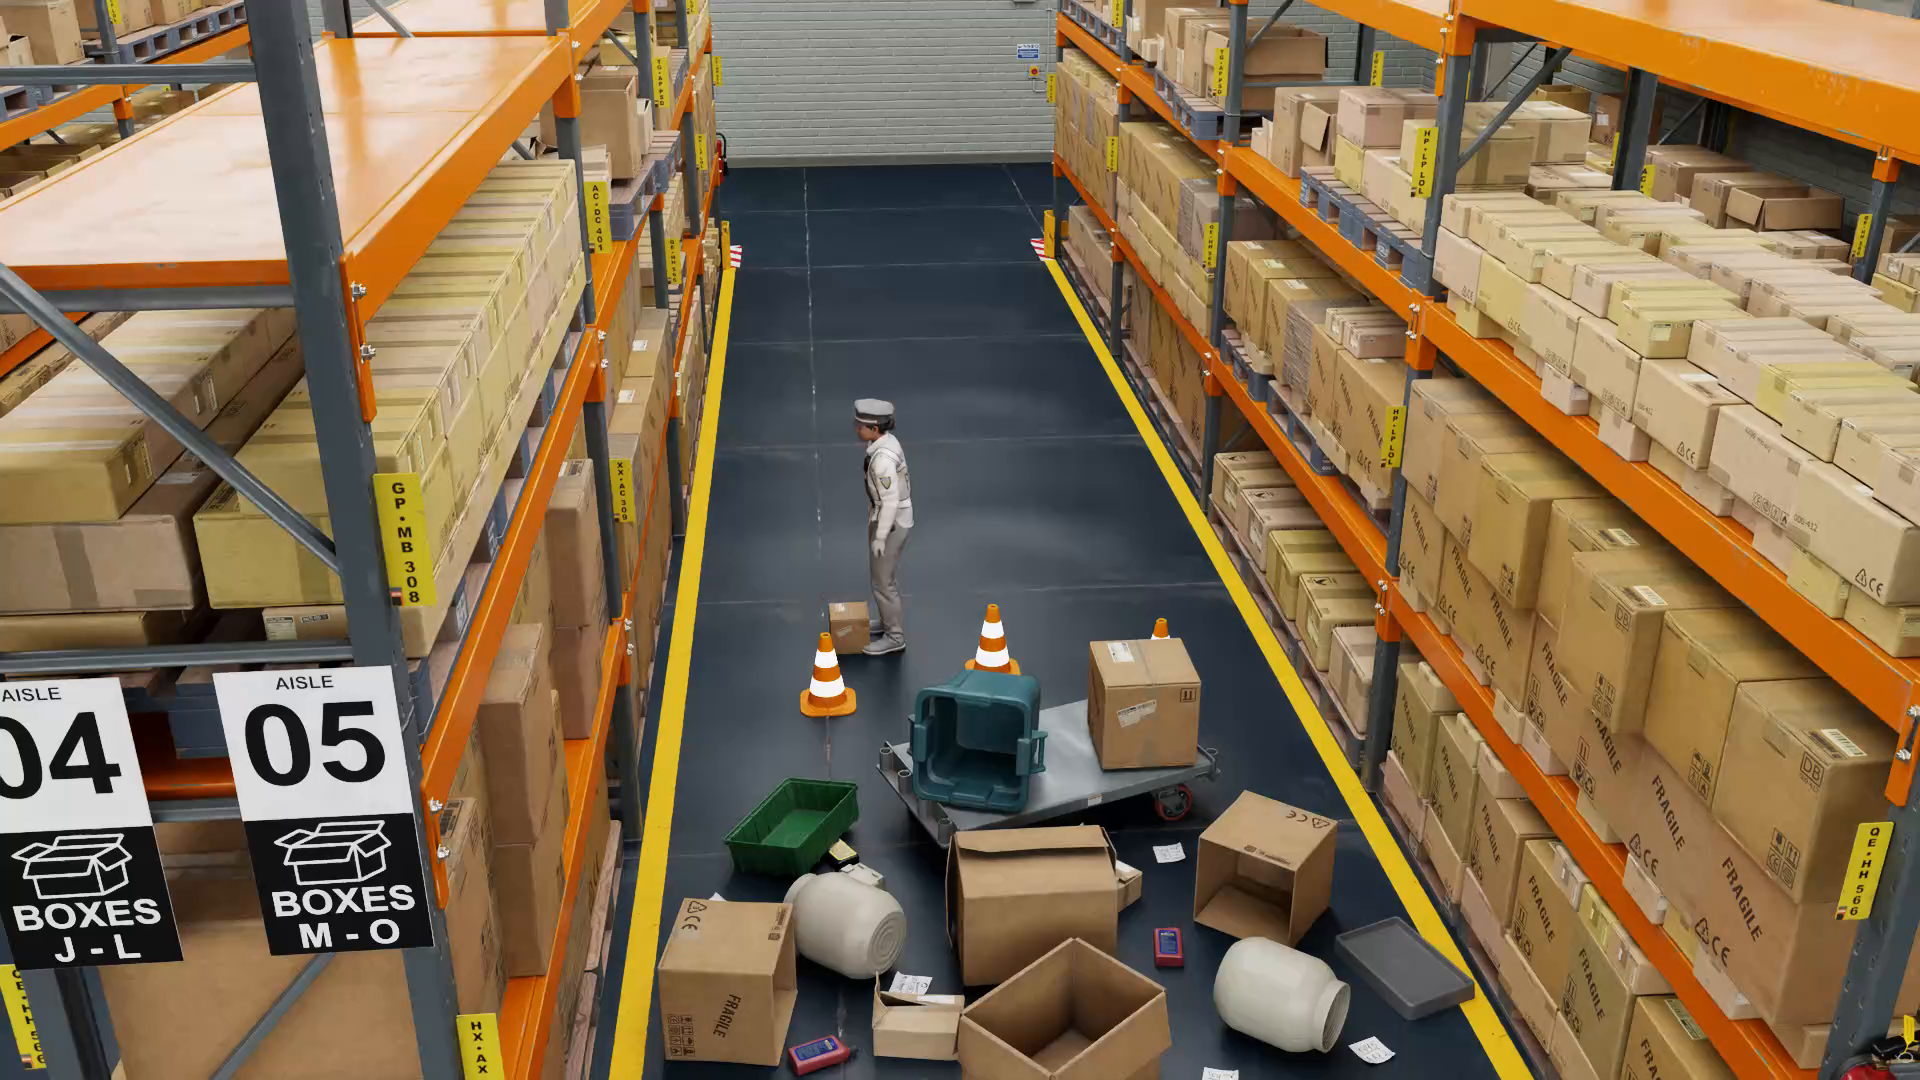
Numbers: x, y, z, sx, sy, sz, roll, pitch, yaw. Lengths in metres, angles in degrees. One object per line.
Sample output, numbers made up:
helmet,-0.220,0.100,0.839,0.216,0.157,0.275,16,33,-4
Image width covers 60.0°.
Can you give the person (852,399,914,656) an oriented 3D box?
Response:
person,-0.480,-0.090,10.505,0.372,1.664,0.528,-2,24,-5
